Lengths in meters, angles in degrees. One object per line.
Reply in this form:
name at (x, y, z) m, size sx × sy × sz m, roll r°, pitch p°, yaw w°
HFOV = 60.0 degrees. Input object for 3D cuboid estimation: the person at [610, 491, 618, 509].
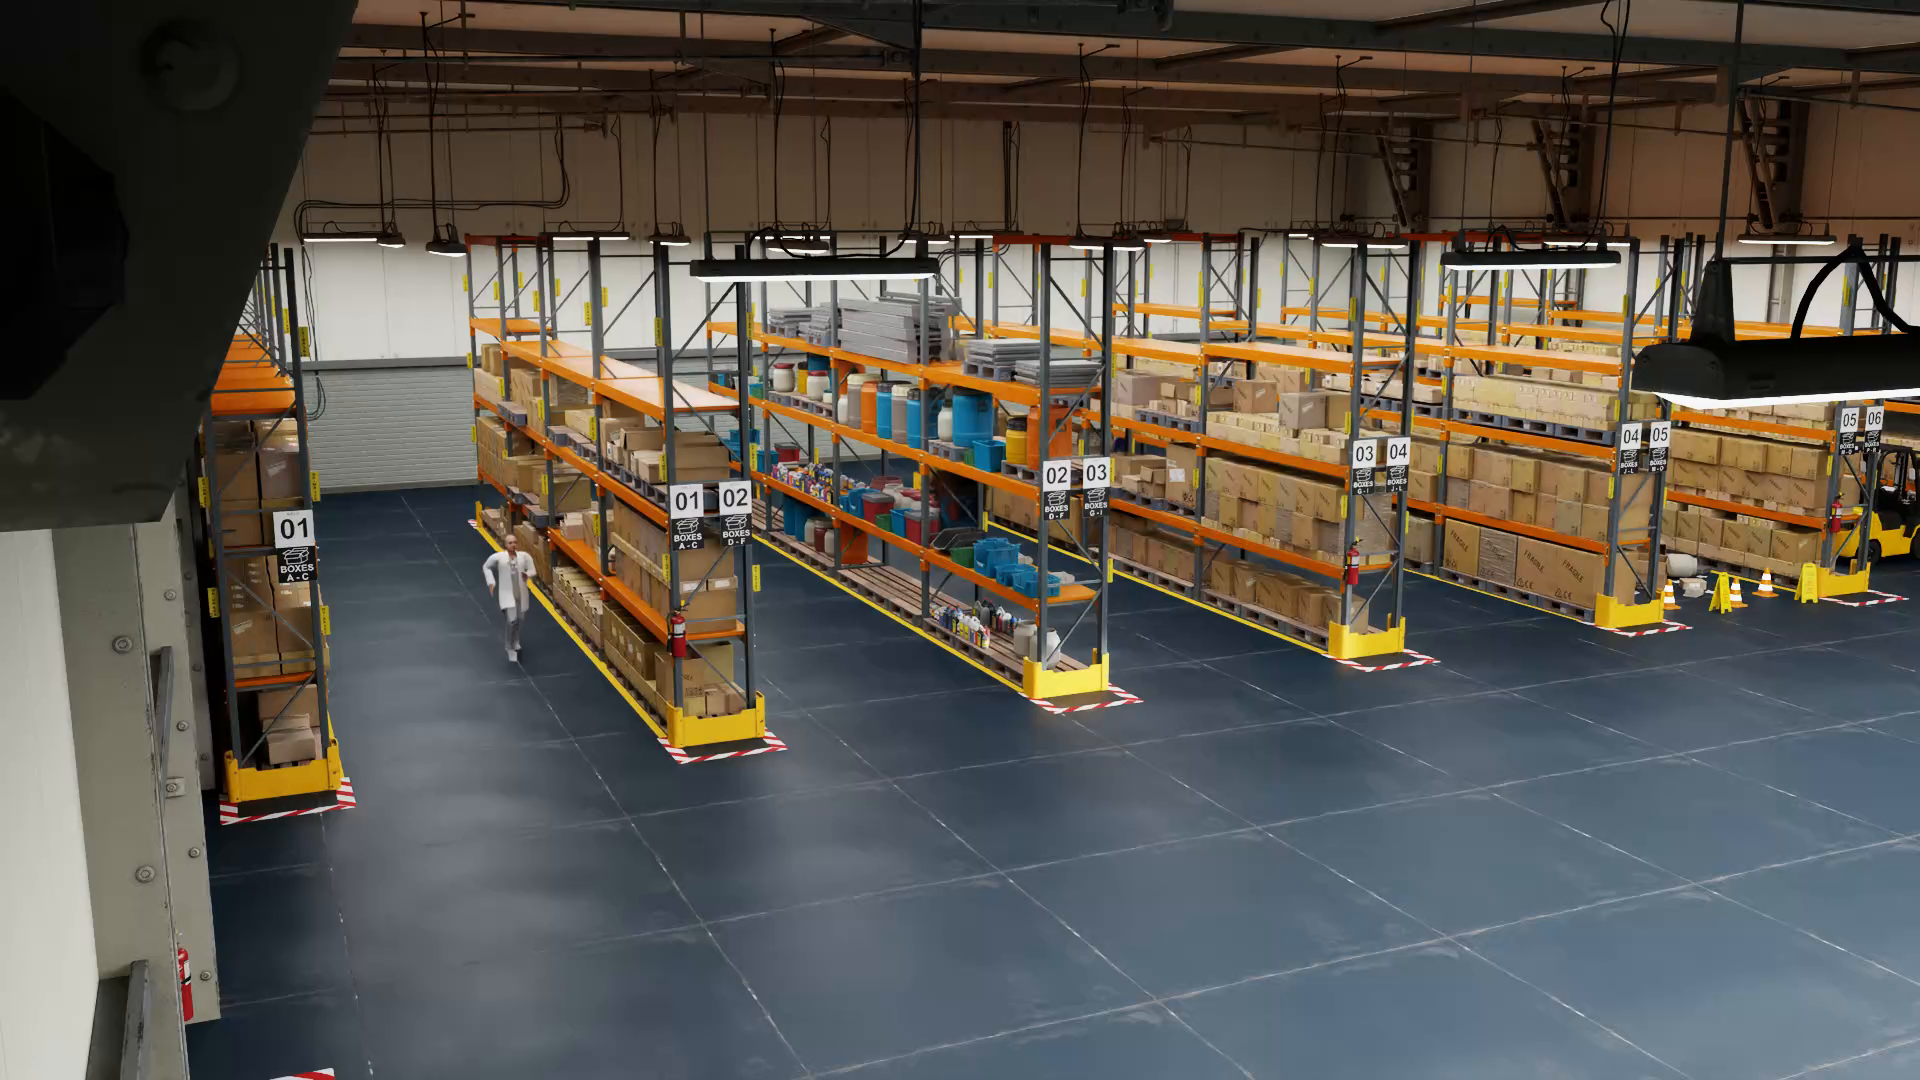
person at (-7.202, -0.937, 34.282) m, size 0.482 × 1.502 × 0.701 m, roll -8°, pitch 14°, yaw -36°

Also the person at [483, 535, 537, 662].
person at (-6.500, 0.835, 24.192) m, size 0.675 × 1.846 × 0.829 m, roll -7°, pitch 13°, yaw -33°

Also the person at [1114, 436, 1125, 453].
person at (4.126, -2.511, 41.911) m, size 0.690 × 1.673 × 0.589 m, roll -6°, pitch 13°, yaw -30°
